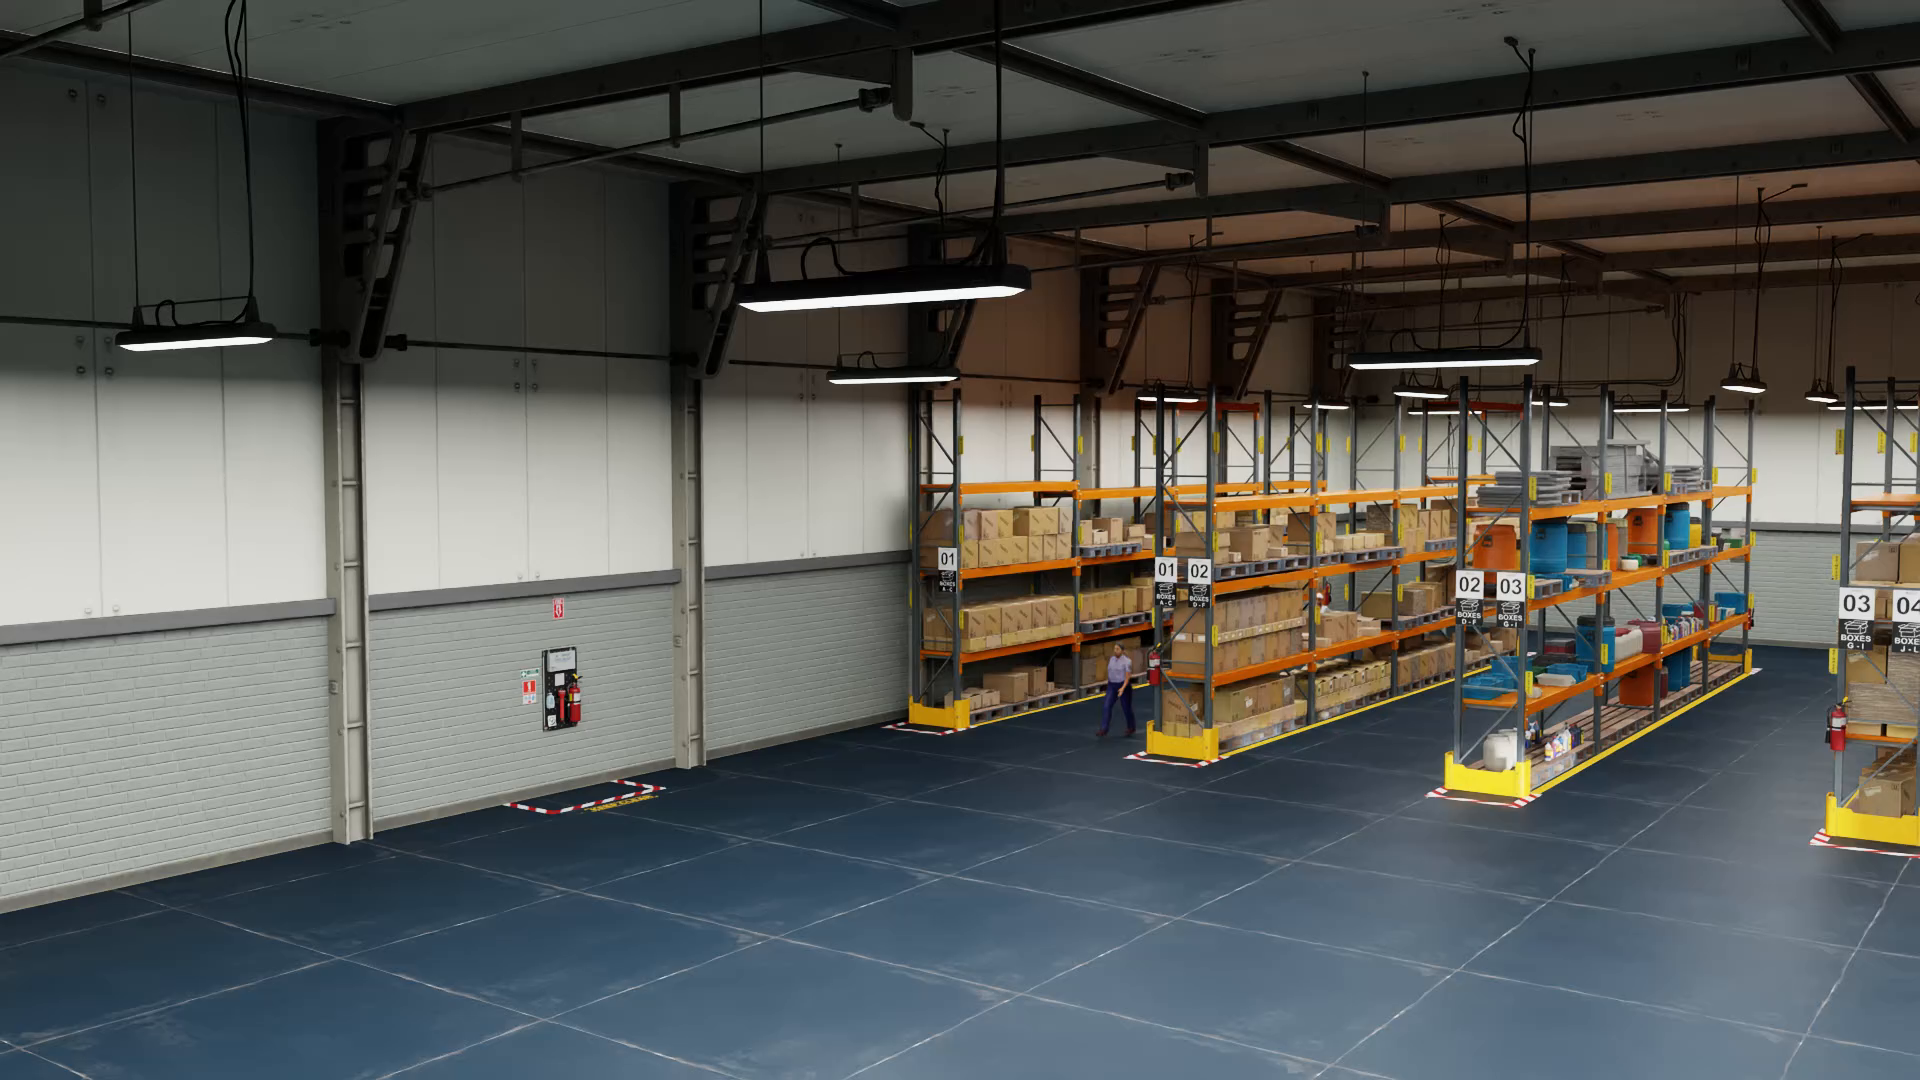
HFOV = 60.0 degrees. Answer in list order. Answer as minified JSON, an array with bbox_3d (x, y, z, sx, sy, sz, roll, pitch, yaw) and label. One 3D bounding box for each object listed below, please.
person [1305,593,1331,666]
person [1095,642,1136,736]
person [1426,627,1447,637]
[{"bbox_3d":[7.830,2.027,36.439,0.577,1.721,1.050,2,4,31],"label":"person"},{"bbox_3d":[2.701,2.564,28.504,0.491,1.586,0.947,3,4,38],"label":"person"},{"bbox_3d":[12.178,1.805,42.291,0.474,1.552,0.941,-2,4,-30],"label":"person"}]
